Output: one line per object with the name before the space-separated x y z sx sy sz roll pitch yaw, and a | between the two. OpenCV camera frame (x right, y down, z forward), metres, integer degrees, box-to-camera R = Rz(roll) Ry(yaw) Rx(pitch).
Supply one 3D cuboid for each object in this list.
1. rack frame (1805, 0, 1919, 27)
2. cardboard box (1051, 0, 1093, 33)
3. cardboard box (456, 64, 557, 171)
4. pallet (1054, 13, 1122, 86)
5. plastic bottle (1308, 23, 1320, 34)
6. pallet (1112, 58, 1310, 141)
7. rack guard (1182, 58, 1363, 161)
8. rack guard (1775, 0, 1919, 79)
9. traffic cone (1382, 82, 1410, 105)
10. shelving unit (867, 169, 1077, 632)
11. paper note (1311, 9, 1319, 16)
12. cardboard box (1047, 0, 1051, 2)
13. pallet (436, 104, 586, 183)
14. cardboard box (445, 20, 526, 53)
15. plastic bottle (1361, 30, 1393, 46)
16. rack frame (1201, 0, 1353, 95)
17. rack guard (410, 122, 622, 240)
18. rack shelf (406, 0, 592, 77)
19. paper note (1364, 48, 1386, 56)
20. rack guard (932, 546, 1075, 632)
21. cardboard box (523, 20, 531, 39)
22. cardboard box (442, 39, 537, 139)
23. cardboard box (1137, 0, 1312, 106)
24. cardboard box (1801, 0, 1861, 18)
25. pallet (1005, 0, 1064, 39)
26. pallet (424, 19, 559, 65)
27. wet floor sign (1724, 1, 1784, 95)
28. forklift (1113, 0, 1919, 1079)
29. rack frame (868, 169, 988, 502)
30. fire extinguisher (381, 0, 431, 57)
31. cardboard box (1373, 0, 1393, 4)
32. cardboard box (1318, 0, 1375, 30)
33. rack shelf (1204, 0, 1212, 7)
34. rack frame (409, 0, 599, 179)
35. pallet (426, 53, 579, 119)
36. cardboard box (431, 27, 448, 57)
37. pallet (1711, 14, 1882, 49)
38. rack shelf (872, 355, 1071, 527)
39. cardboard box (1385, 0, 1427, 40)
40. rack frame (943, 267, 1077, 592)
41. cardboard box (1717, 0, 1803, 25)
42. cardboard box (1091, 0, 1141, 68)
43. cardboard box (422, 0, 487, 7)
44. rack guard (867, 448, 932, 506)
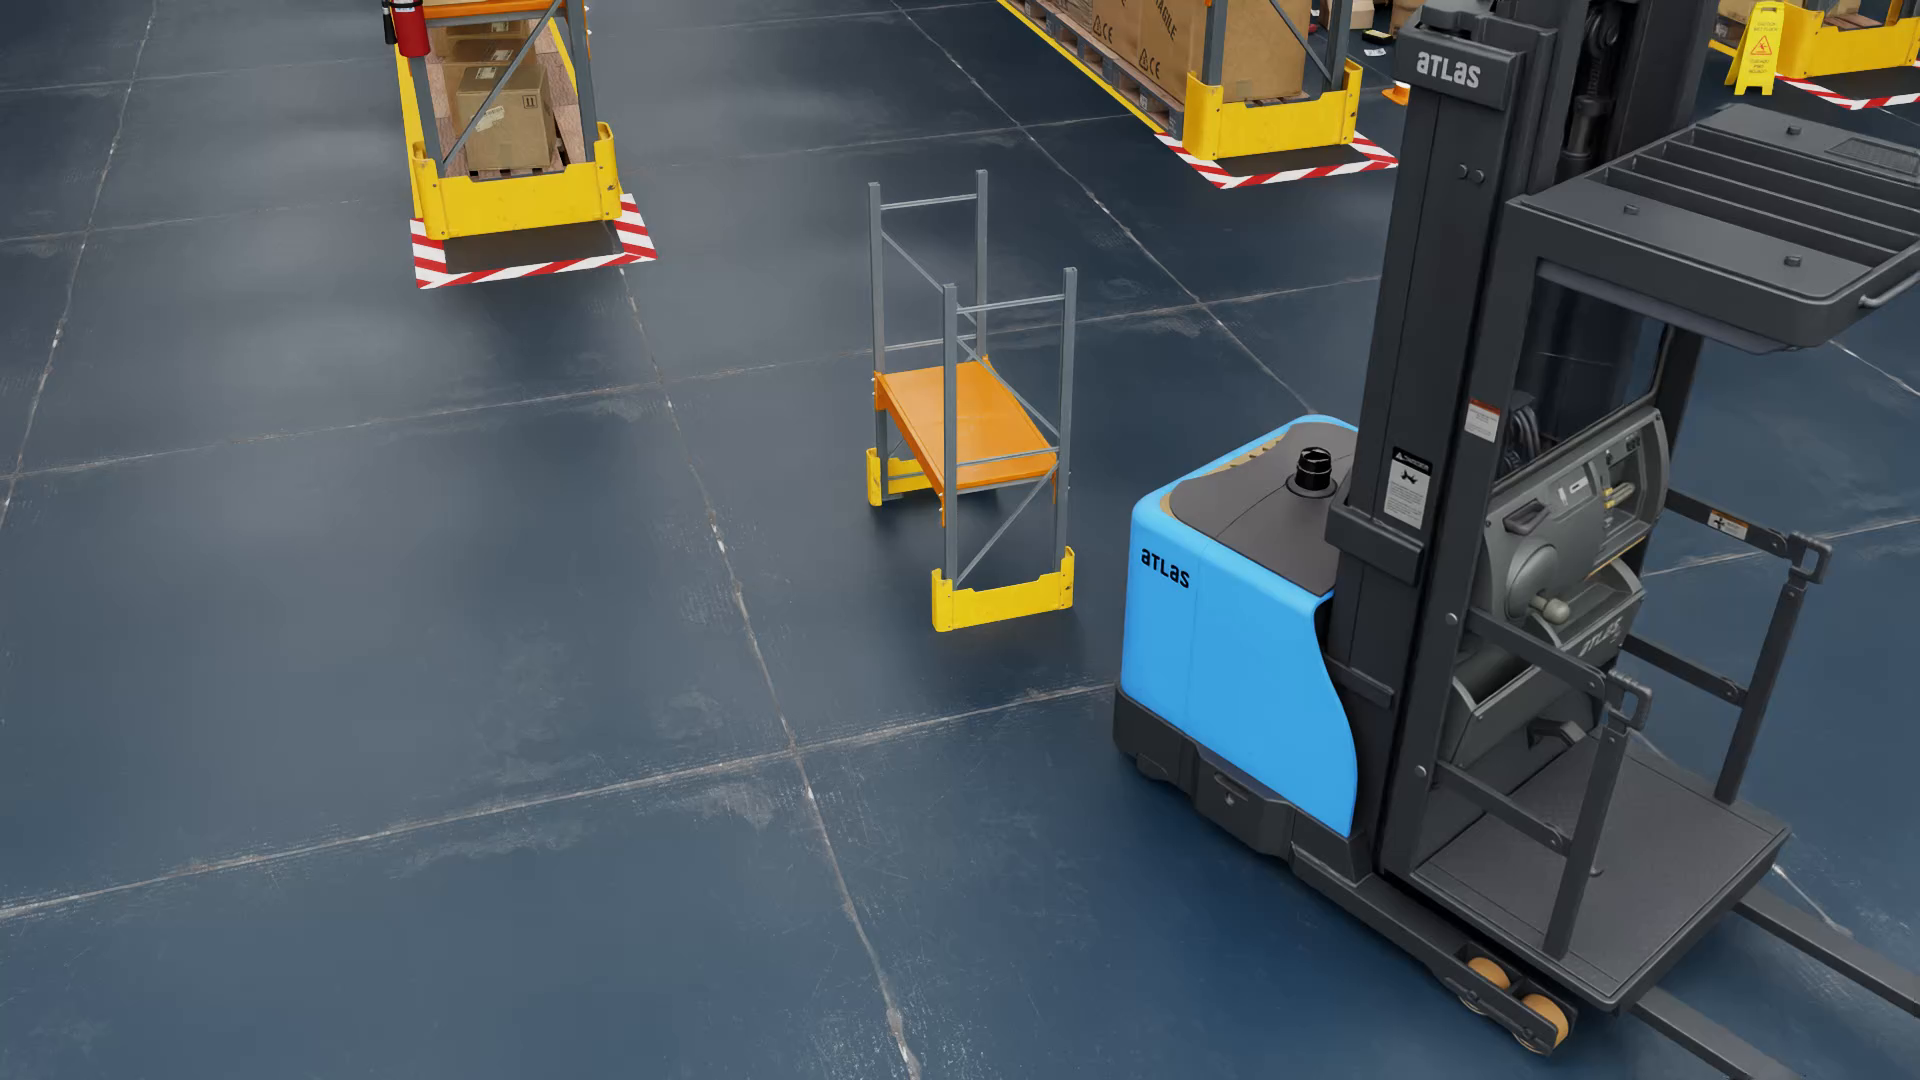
rack frame | 6.777 -4.856 11.878 1.000 3.000 0.127 -10 35 -15
cardboard box | 1.277 -4.545 12.953 0.875 0.875 0.875 -10 35 -14
cardboard box | -2.836 -2.652 10.430 0.500 0.500 0.500 -4 34 -6
pallet | 1.406 -3.853 12.890 1.003 0.211 1.213 -10 35 -15
plastic bottle | 2.778 -4.139 13.458 0.283 0.061 0.133 -23 40 -31
pallet | 1.775 -3.214 11.922 1.003 0.211 1.213 -10 35 -15
rack guard | 2.101 -2.915 11.208 1.175 0.500 0.348 -10 35 -15
rack guard | 6.753 -3.853 12.627 1.175 0.500 0.348 -10 35 -15
traffic cone | 3.284 -3.430 12.020 0.336 0.463 0.334 -10 35 -15
shelving unit | 0.023 -0.586 6.776 0.587 1.500 1.083 -10 35 -15
paper note | 3.030 -4.423 13.923 0.172 0.023 0.155 1 33 2
cardboard box | 0.998 -5.017 13.668 0.875 0.875 0.875 -9 35 -14
pallet | -2.898 -2.498 10.839 1.003 0.211 1.213 -10 35 -15
cardboard box | -3.223 -3.292 11.398 0.500 0.500 0.500 -7 34 -10
plastic bottle | 3.307 -4.021 13.279 0.133 0.061 0.283 -23 40 -31
rack frame | 2.093 -3.970 10.538 1.000 3.000 0.127 -10 35 -15
rack guard | -2.684 -2.186 10.105 1.175 0.500 0.348 -10 35 -15
rack shelf | -3.271 -3.939 11.143 1.077 0.370 4.000 -10 35 -15
paper note | 3.245 -3.818 13.002 0.144 0.017 0.142 1 33 2
rack guard | 0.175 0.197 6.725 0.587 0.250 0.087 -10 35 -15
cardboard box | -3.351 -3.593 11.853 0.500 0.500 0.500 -13 36 -19
cardboard box | -3.051 -2.960 10.896 0.500 0.500 0.500 -1 33 -2
cardboard box | 1.824 -3.604 11.530 0.875 0.875 0.875 -10 35 -14
cardboard box | 6.794 -4.354 13.231 0.500 0.250 0.500 -10 35 -15
pallet | 1.031 -4.495 13.861 1.003 0.211 1.213 -10 35 -15
pallet | -3.643 -3.779 12.778 1.003 0.211 1.213 -10 35 -15
wet floor sign | 5.816 -3.594 12.104 0.267 0.644 0.232 1 33 2
forklift | 1.906 -0.020 4.621 1.130 2.935 3.031 -26 41 -34
rack frame | -0.129 -0.848 7.173 0.500 1.500 0.032 -10 35 -15
fire extinguisher | -3.065 -3.020 9.169 0.296 0.674 0.183 -10 35 -15
cardboard box | 3.537 -4.857 14.021 0.797 0.637 0.503 -10 35 -15
cardboard box | 3.152 -4.337 13.573 0.396 0.266 0.258 -4 34 -6
rack shelf | 1.483 -4.720 12.325 1.077 0.370 4.000 -10 35 -15
rack frame | -2.661 -3.189 9.356 1.000 3.000 0.127 -10 35 -15
pallet | -3.267 -3.138 11.807 1.003 0.211 1.213 -10 35 -15
cardboard box | -3.615 -3.906 12.326 0.500 0.500 0.500 0 33 1
pallet | 6.539 -4.165 13.361 1.003 0.211 1.213 -10 35 -15
rack shelf | 0.026 -0.431 6.868 0.538 0.185 1.000 -10 35 -15
cardboard box | 3.830 -4.311 13.317 0.637 0.503 0.797 19 38 26
rack frame | 0.181 -0.314 6.365 0.500 1.500 0.032 -10 35 -15
cardboard box | 6.267 -4.276 13.113 0.500 0.250 0.500 -10 35 -15
cardboard box | 1.553 -4.066 12.228 0.875 0.875 0.875 -11 35 -15
cardboard box | -2.945 -3.200 9.599 0.380 0.149 0.250 -10 35 -15
rack guard | -0.129 -0.326 7.516 0.587 0.250 0.087 -10 35 -15
